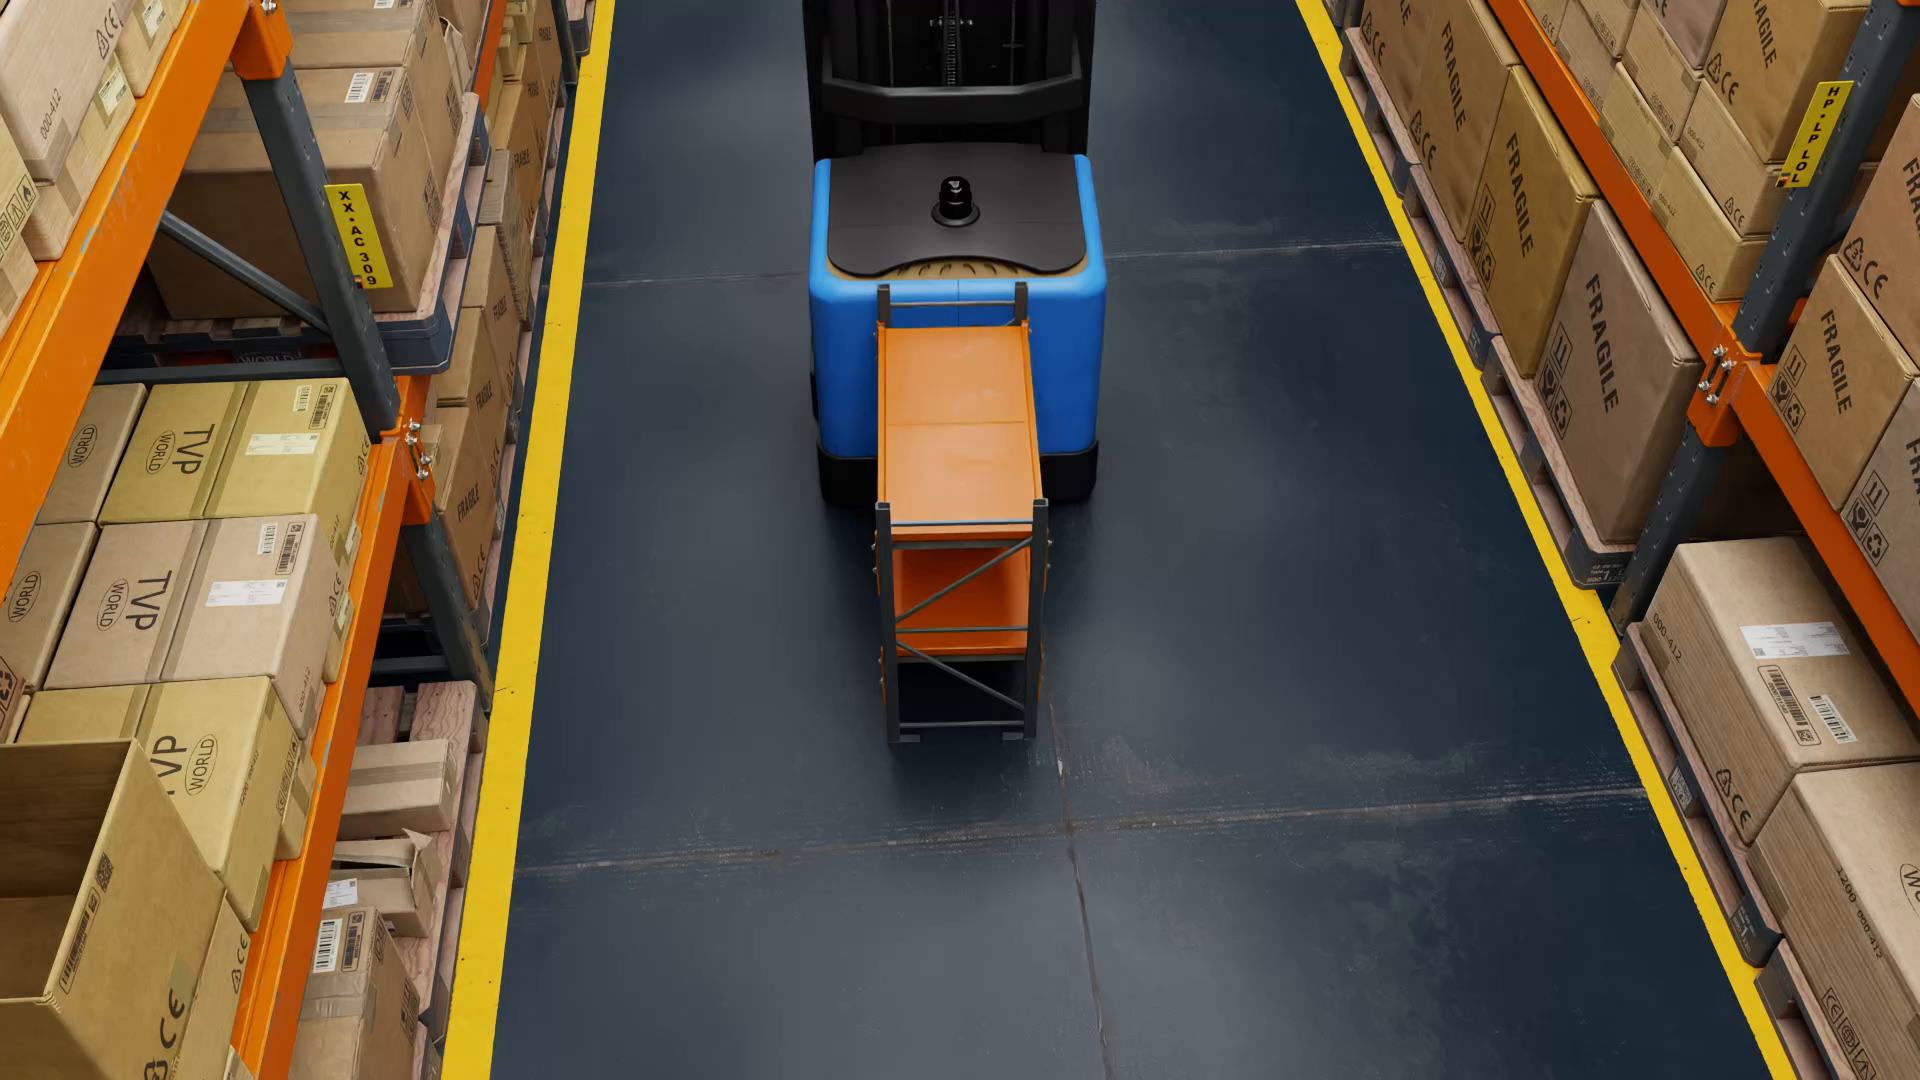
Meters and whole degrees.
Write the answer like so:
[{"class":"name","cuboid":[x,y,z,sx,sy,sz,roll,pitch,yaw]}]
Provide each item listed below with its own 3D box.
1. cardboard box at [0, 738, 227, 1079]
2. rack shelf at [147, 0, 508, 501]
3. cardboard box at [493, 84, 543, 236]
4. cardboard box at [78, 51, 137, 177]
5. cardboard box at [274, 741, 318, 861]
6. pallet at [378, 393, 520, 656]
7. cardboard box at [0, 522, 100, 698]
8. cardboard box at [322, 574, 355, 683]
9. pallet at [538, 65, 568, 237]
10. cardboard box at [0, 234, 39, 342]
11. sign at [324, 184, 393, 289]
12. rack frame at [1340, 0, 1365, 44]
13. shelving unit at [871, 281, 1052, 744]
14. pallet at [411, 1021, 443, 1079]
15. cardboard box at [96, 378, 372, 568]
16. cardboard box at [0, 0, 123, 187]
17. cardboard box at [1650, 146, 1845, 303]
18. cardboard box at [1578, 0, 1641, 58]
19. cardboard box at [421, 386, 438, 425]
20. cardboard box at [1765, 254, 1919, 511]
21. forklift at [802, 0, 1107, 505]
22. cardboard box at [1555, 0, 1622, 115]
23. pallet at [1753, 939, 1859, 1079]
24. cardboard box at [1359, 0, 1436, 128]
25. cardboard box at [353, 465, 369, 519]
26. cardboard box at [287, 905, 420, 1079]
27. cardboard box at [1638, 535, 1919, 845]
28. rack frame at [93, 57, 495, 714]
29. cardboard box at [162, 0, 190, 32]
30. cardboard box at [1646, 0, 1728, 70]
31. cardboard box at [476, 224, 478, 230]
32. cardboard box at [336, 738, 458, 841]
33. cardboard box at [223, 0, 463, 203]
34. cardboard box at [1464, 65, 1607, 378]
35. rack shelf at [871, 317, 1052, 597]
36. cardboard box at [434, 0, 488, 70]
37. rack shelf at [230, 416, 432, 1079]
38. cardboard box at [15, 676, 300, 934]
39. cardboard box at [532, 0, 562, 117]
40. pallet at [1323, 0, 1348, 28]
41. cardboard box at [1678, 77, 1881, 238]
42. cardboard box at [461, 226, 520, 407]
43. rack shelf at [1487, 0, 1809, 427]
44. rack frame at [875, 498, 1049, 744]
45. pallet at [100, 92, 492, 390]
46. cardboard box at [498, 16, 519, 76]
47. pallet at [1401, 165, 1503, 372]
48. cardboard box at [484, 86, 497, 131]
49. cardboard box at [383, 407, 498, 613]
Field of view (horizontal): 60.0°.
[{"class":"cardboard box","cuboid":[-1.669,0.704,2.899,0.500,0.500,0.500,-2,47,-2]},{"class":"rack shelf","cuboid":[-2.276,-1.651,6.243,1.077,0.370,4.000,-3,47,-3]},{"class":"cardboard box","cuboid":[-2.115,-1.596,7.128,0.500,0.500,0.500,-2,47,-2]},{"class":"cardboard box","cuboid":[-1.753,-0.782,3.032,0.380,0.149,0.250,-2,47,-2]},{"class":"cardboard box","cuboid":[-1.696,0.598,3.790,0.380,0.149,0.250,-4,47,-4]},{"class":"pallet","cuboid":[-2.214,-0.079,6.179,1.003,0.211,1.213,-3,47,-3]},{"class":"cardboard box","cuboid":[-2.287,0.235,3.860,0.500,0.250,0.500,-4,47,-4]},{"class":"cardboard box","cuboid":[-1.741,0.224,4.145,0.380,0.149,0.250,-2,47,-2]},{"class":"pallet","cuboid":[-2.418,-1.844,7.851,1.003,0.211,1.213,-3,47,-3]},{"class":"cardboard box","cuboid":[-1.743,-0.409,2.679,0.380,0.149,0.250,-2,47,-2]},{"class":"sign","cuboid":[-1.568,-0.788,4.334,0.100,0.325,0.005,-3,47,-3]},{"class":"rack frame","cuboid":[2.503,-3.650,7.641,1.000,3.000,0.127,-3,47,-3]},{"class":"shelving unit","cuboid":[-0.009,-0.086,5.557,0.538,1.125,1.048,-1,47,-1]},{"class":"pallet","cuboid":[-1.946,1.889,4.316,1.003,0.211,1.213,-3,47,-3]},{"class":"cardboard box","cuboid":[-1.822,-0.149,4.223,0.500,0.250,0.500,-2,47,-2]},{"class":"cardboard box","cuboid":[-1.764,-0.824,2.797,0.500,0.250,0.500,-5,47,-5]},{"class":"cardboard box","cuboid":[2.549,-1.014,5.247,0.500,0.250,0.500,-4,47,-4]},{"class":"cardboard box","cuboid":[2.460,-1.916,5.758,0.500,0.250,0.500,-2,47,-2]},{"class":"cardboard box","cuboid":[-1.973,-0.431,5.578,0.380,0.149,0.250,-5,47,-4]},{"class":"cardboard box","cuboid":[2.616,-0.435,4.527,0.500,0.500,0.500,-2,47,-2]},{"class":"forklift","cuboid":[-0.048,-2.198,6.313,1.130,2.935,3.031,-1,47,-1]},{"class":"cardboard box","cuboid":[2.484,-1.748,5.943,0.500,0.250,0.500,-5,47,-4]},{"class":"pallet","cuboid":[2.929,1.643,4.549,1.003,0.211,1.213,-3,47,-3]},{"class":"cardboard box","cuboid":[2.478,-2.559,7.782,0.875,0.875,0.875,-4,47,-4]},{"class":"cardboard box","cuboid":[-1.830,-0.150,4.499,0.380,0.149,0.250,-3,47,-3]},{"class":"cardboard box","cuboid":[-1.850,1.337,4.350,0.700,0.500,0.500,-5,47,-5]},{"class":"cardboard box","cuboid":[2.783,0.441,5.241,0.875,0.438,0.875,-4,47,-4]},{"class":"rack frame","cuboid":[-2.108,-0.452,4.612,1.000,3.000,0.127,-3,47,-3]},{"class":"cardboard box","cuboid":[-1.784,-1.155,3.385,0.380,0.149,0.250,-4,47,-4]},{"class":"cardboard box","cuboid":[2.500,-1.816,5.146,0.500,0.500,0.500,-3,47,-3]},{"class":"cardboard box","cuboid":[-2.045,-1.176,6.284,0.380,0.149,0.250,-2,47,-2]},{"class":"cardboard box","cuboid":[-1.769,0.770,5.129,0.380,0.149,0.250,-5,47,-4]},{"class":"cardboard box","cuboid":[-1.969,-1.369,5.122,0.700,0.500,0.500,-3,47,-3]},{"class":"cardboard box","cuboid":[2.623,-1.267,6.558,0.875,0.875,0.875,-2,47,-2]},{"class":"rack shelf","cuboid":[-0.009,-0.287,5.344,0.538,0.278,1.000,-1,47,-1]},{"class":"cardboard box","cuboid":[-2.035,-1.936,5.660,0.700,0.500,0.500,-4,47,-3]},{"class":"rack shelf","cuboid":[-1.941,1.243,3.502,1.077,0.370,4.000,-3,47,-3]},{"class":"cardboard box","cuboid":[-1.737,0.575,3.538,0.500,0.250,0.500,-4,47,-4]},{"class":"cardboard box","cuboid":[-2.193,-2.338,7.830,0.500,0.500,0.500,-2,47,-2]},{"class":"pallet","cuboid":[2.439,-3.257,9.189,1.003,0.211,1.213,-3,47,-3]},{"class":"cardboard box","cuboid":[2.559,-1.180,5.061,0.500,0.250,0.500,-4,47,-3]},{"class":"cardboard box","cuboid":[-2.016,-0.846,6.418,0.500,0.500,0.500,-5,47,-4]},{"class":"rack shelf","cuboid":[2.670,-1.956,6.532,1.077,0.370,4.000,-3,47,-3]},{"class":"rack frame","cuboid":[0.006,0.283,5.208,0.500,1.125,0.032,-1,47,-1]},{"class":"pallet","cuboid":[-2.066,-0.970,5.235,1.003,0.211,1.213,-3,47,-3]},{"class":"cardboard box","cuboid":[-2.117,-2.123,7.180,0.380,0.149,0.250,-5,47,-5]},{"class":"pallet","cuboid":[2.593,-1.236,7.275,1.003,0.211,1.213,-3,47,-3]},{"class":"cardboard box","cuboid":[-2.119,-1.749,6.826,0.380,0.149,0.250,-4,47,-4]},{"class":"cardboard box","cuboid":[-1.924,-0.100,5.711,0.500,0.500,0.500,-2,47,-2]}]
